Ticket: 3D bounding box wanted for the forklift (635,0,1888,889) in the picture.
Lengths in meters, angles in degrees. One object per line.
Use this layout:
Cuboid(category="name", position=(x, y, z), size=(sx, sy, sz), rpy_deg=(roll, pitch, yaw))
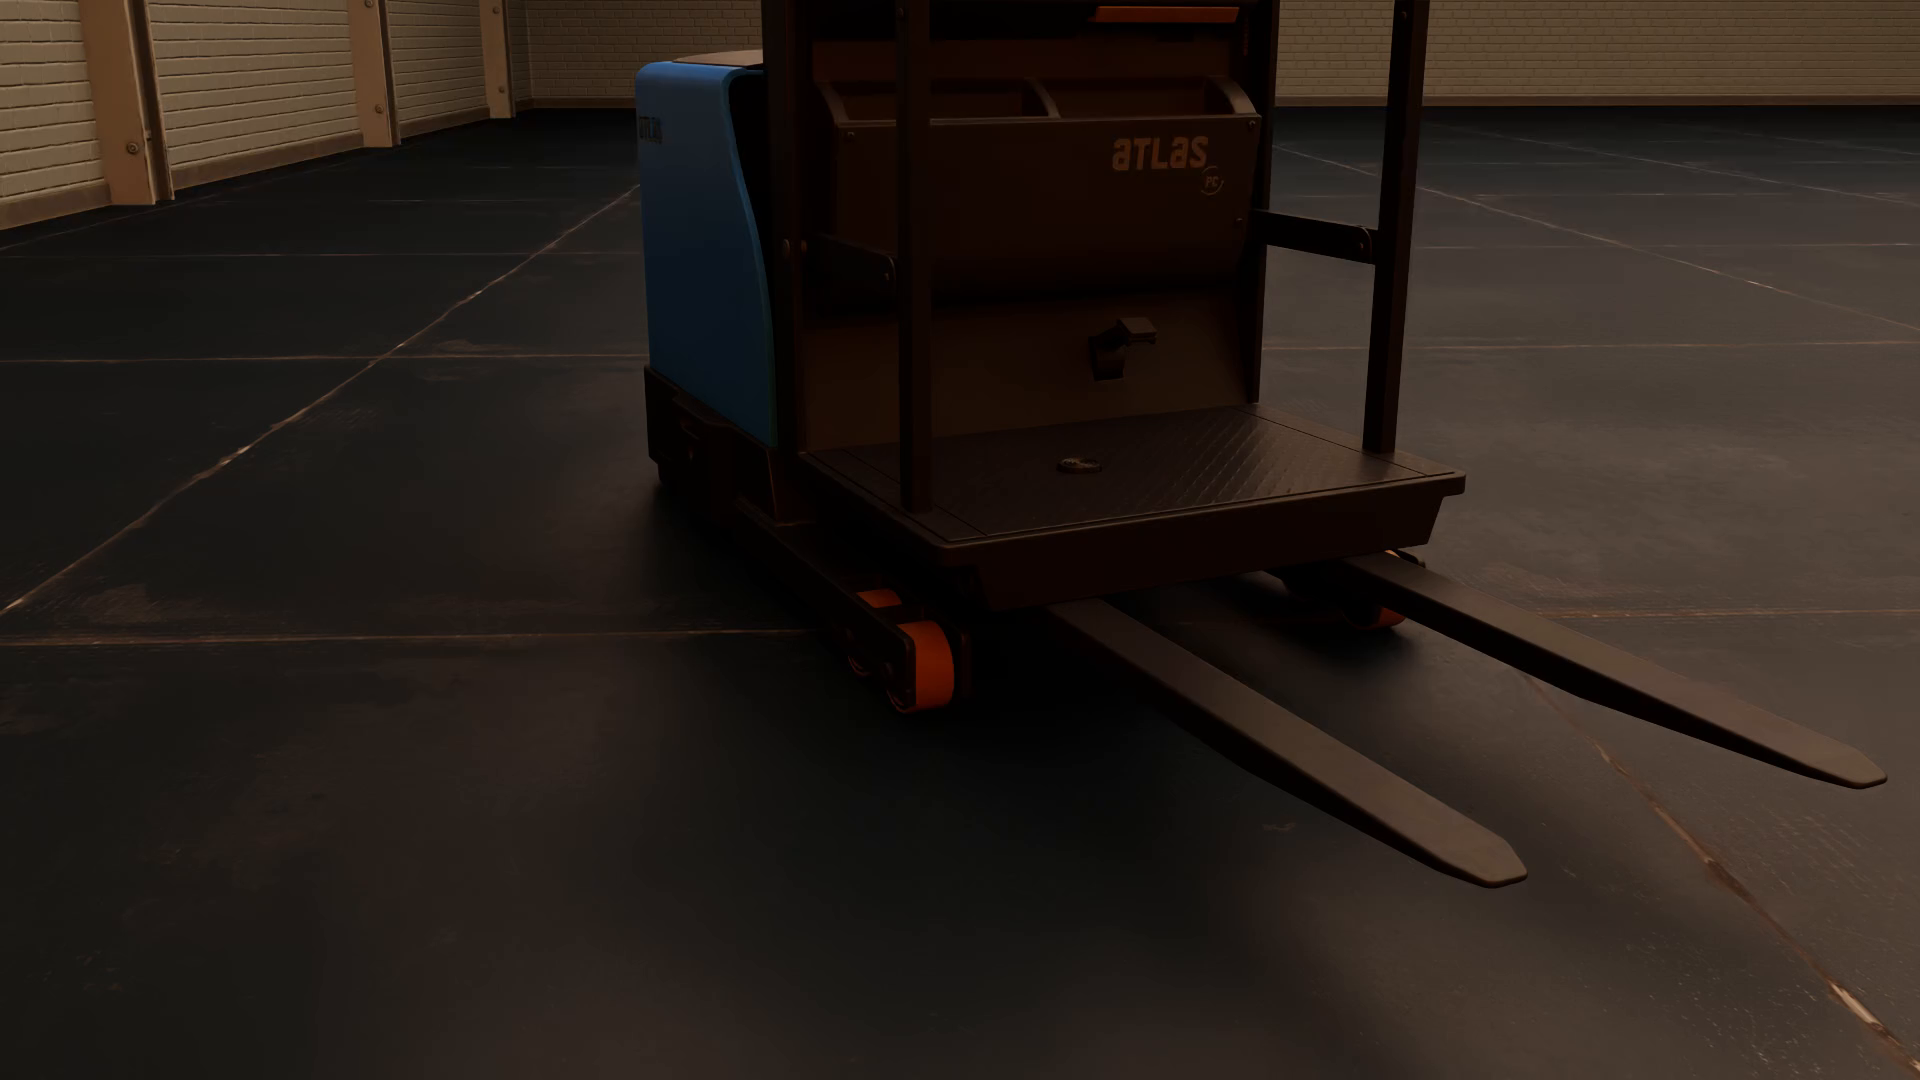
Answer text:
Cuboid(category="forklift", position=(0.258, -1.240, 2.962), size=(1.130, 2.935, 3.031), rpy_deg=(-8, 19, -24))
